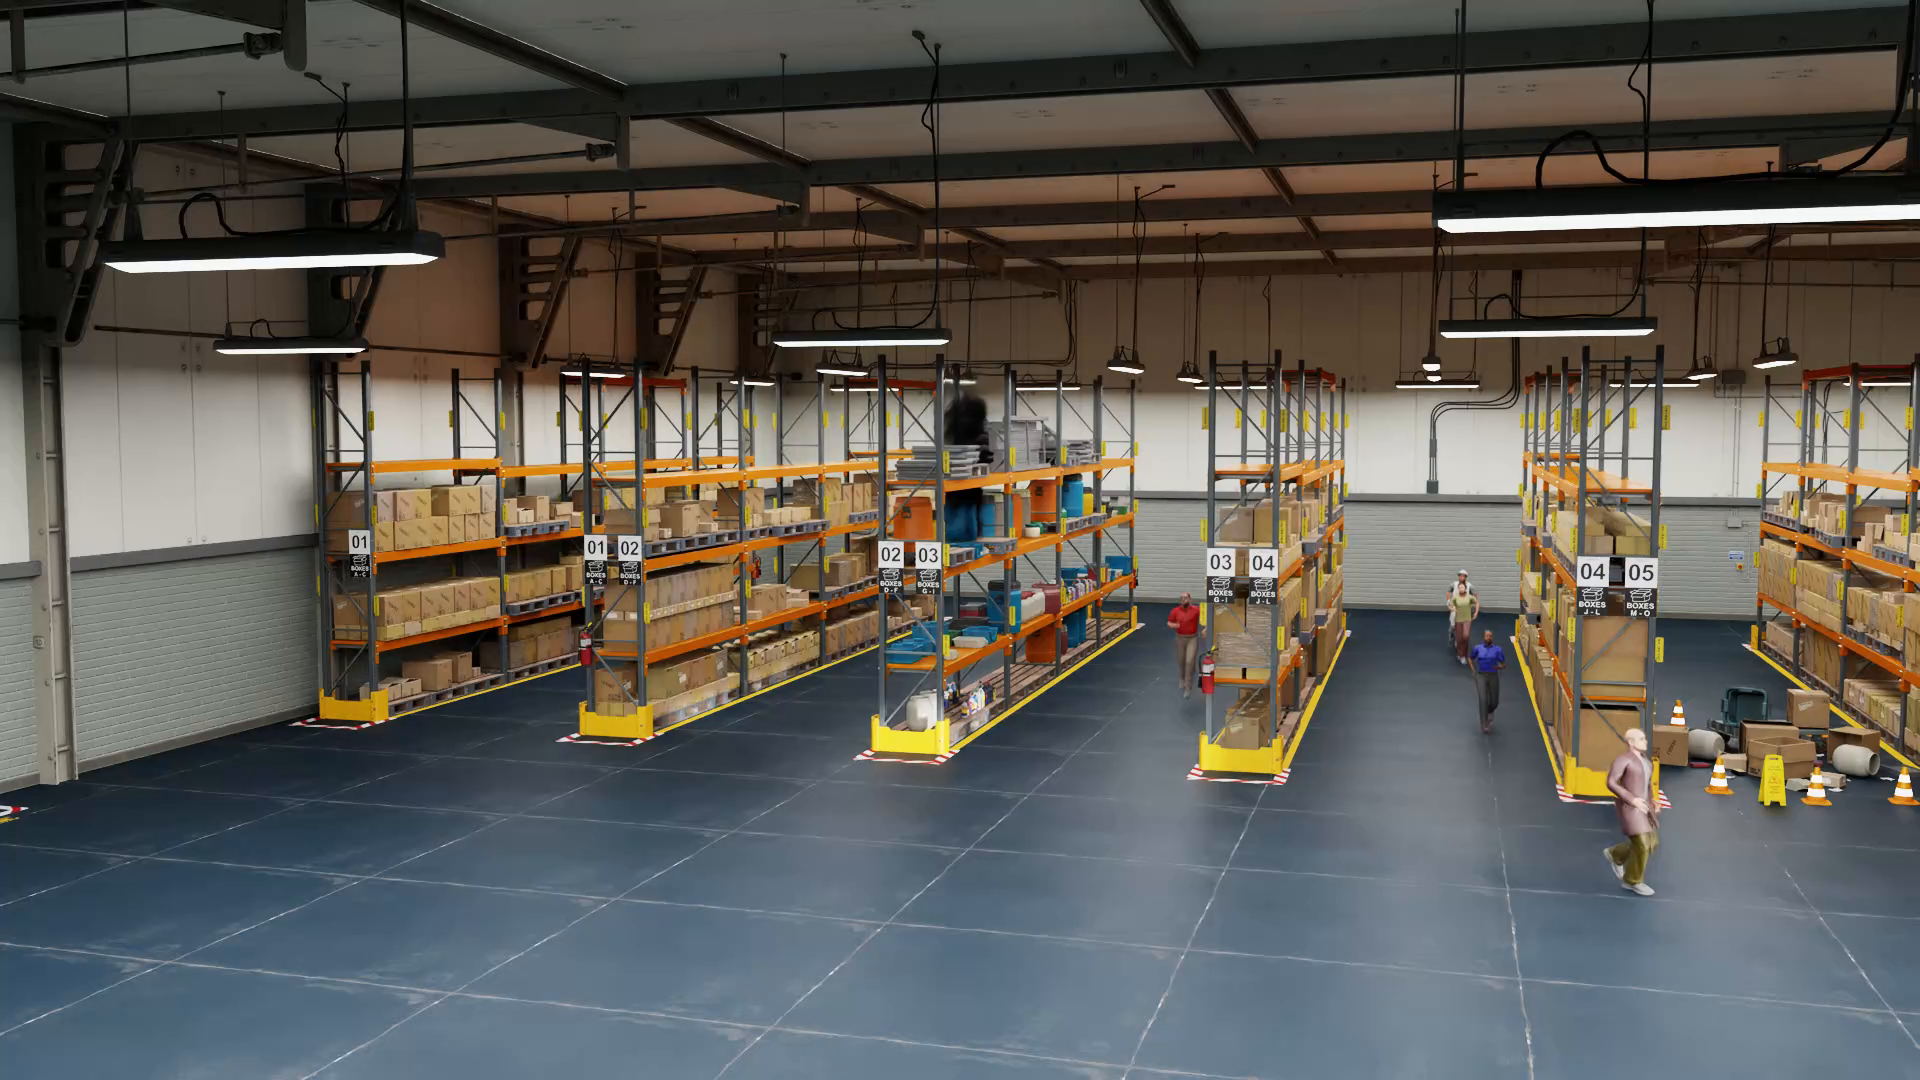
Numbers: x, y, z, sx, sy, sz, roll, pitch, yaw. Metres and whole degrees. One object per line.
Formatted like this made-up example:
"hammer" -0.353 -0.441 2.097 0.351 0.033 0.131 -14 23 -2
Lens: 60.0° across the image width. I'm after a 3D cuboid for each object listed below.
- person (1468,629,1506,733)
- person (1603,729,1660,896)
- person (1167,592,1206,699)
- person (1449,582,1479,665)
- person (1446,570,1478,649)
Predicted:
"person" 8.540 2.259 26.951 0.588 1.624 0.851 1 4 13
"person" 7.113 2.868 17.714 0.721 1.746 0.639 -3 5 -38
"person" 3.958 1.803 28.971 0.671 1.810 0.880 1 4 19
"person" 10.443 1.725 34.517 0.579 1.694 0.720 2 4 23
"person" 10.932 1.524 36.256 0.662 1.745 0.620 1 4 20
